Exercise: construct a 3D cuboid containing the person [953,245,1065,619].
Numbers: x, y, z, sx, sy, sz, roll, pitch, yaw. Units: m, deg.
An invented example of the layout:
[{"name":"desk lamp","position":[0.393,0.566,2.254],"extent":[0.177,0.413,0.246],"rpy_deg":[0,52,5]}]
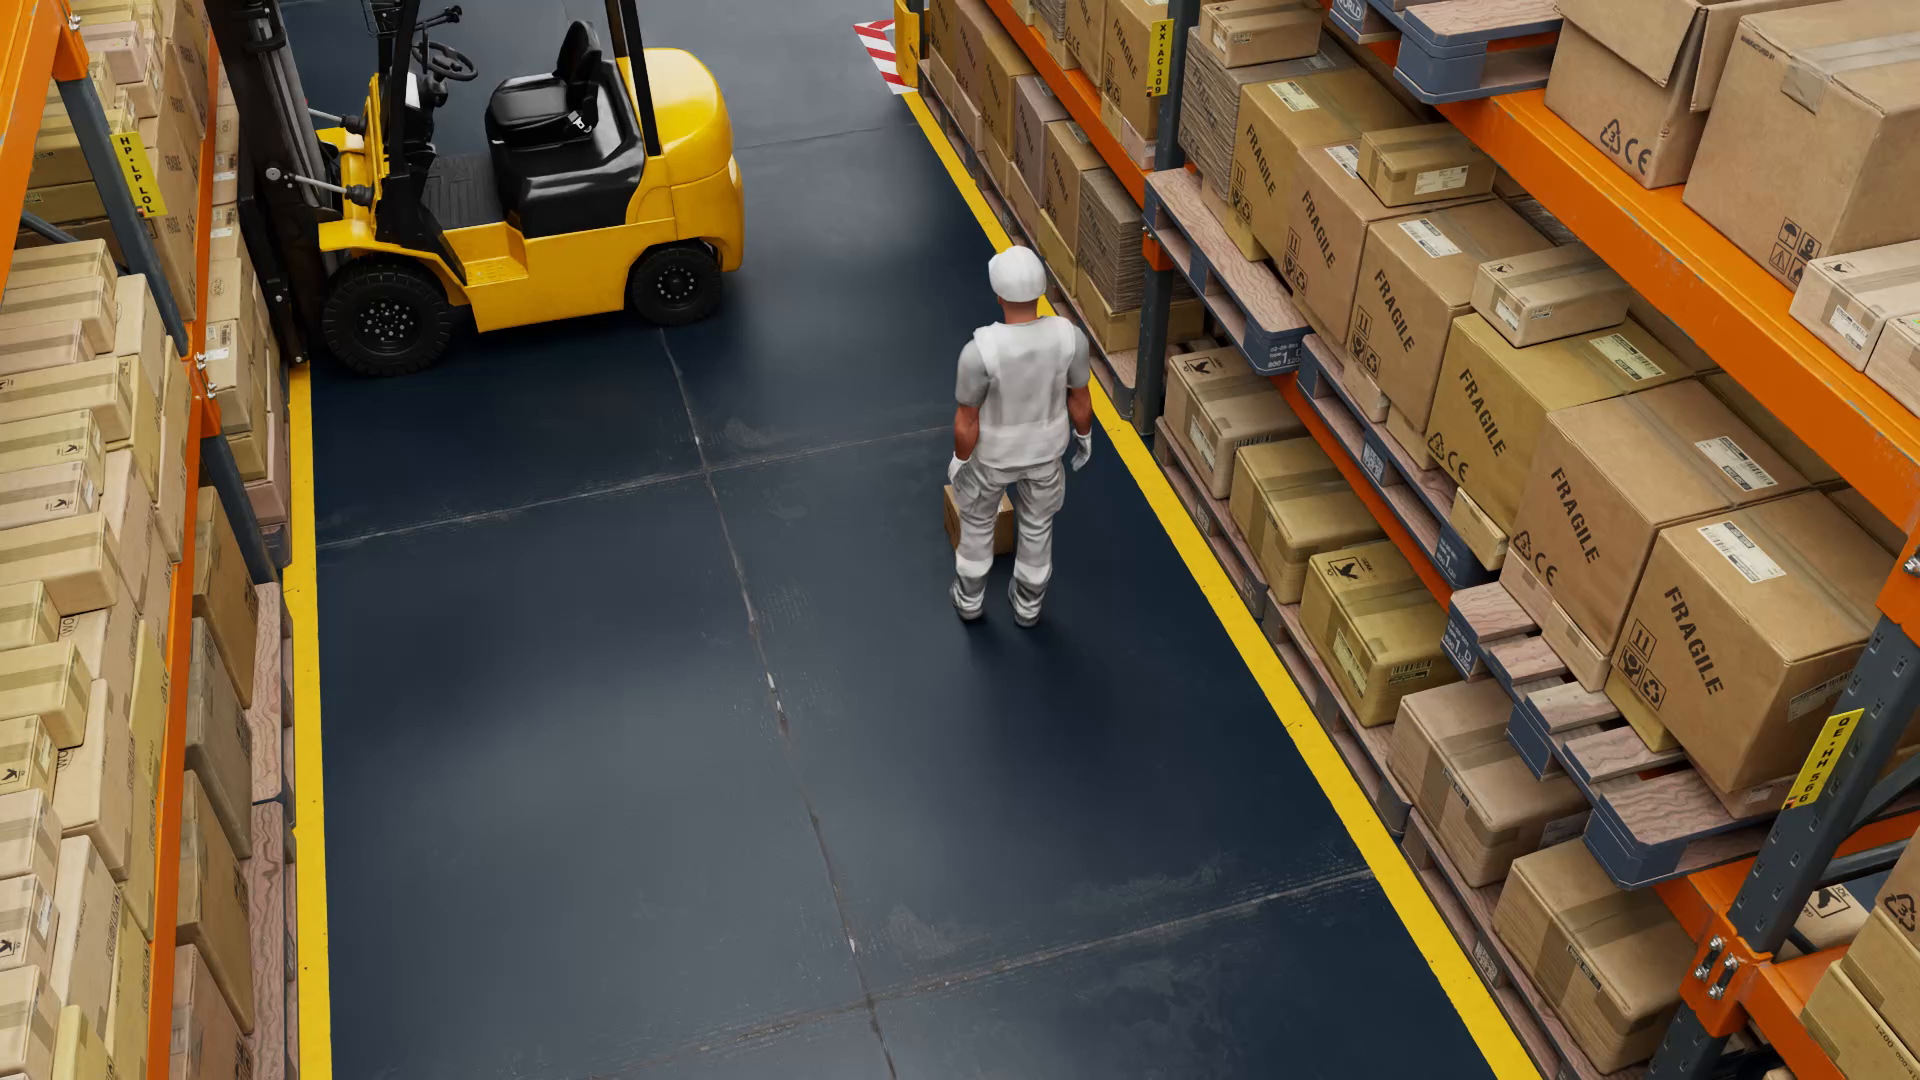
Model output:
[{"name":"person","position":[6.709,-12.578,20.176],"extent":[20.730,1.797,33.448],"rpy_deg":[-8,42,-9]}]
